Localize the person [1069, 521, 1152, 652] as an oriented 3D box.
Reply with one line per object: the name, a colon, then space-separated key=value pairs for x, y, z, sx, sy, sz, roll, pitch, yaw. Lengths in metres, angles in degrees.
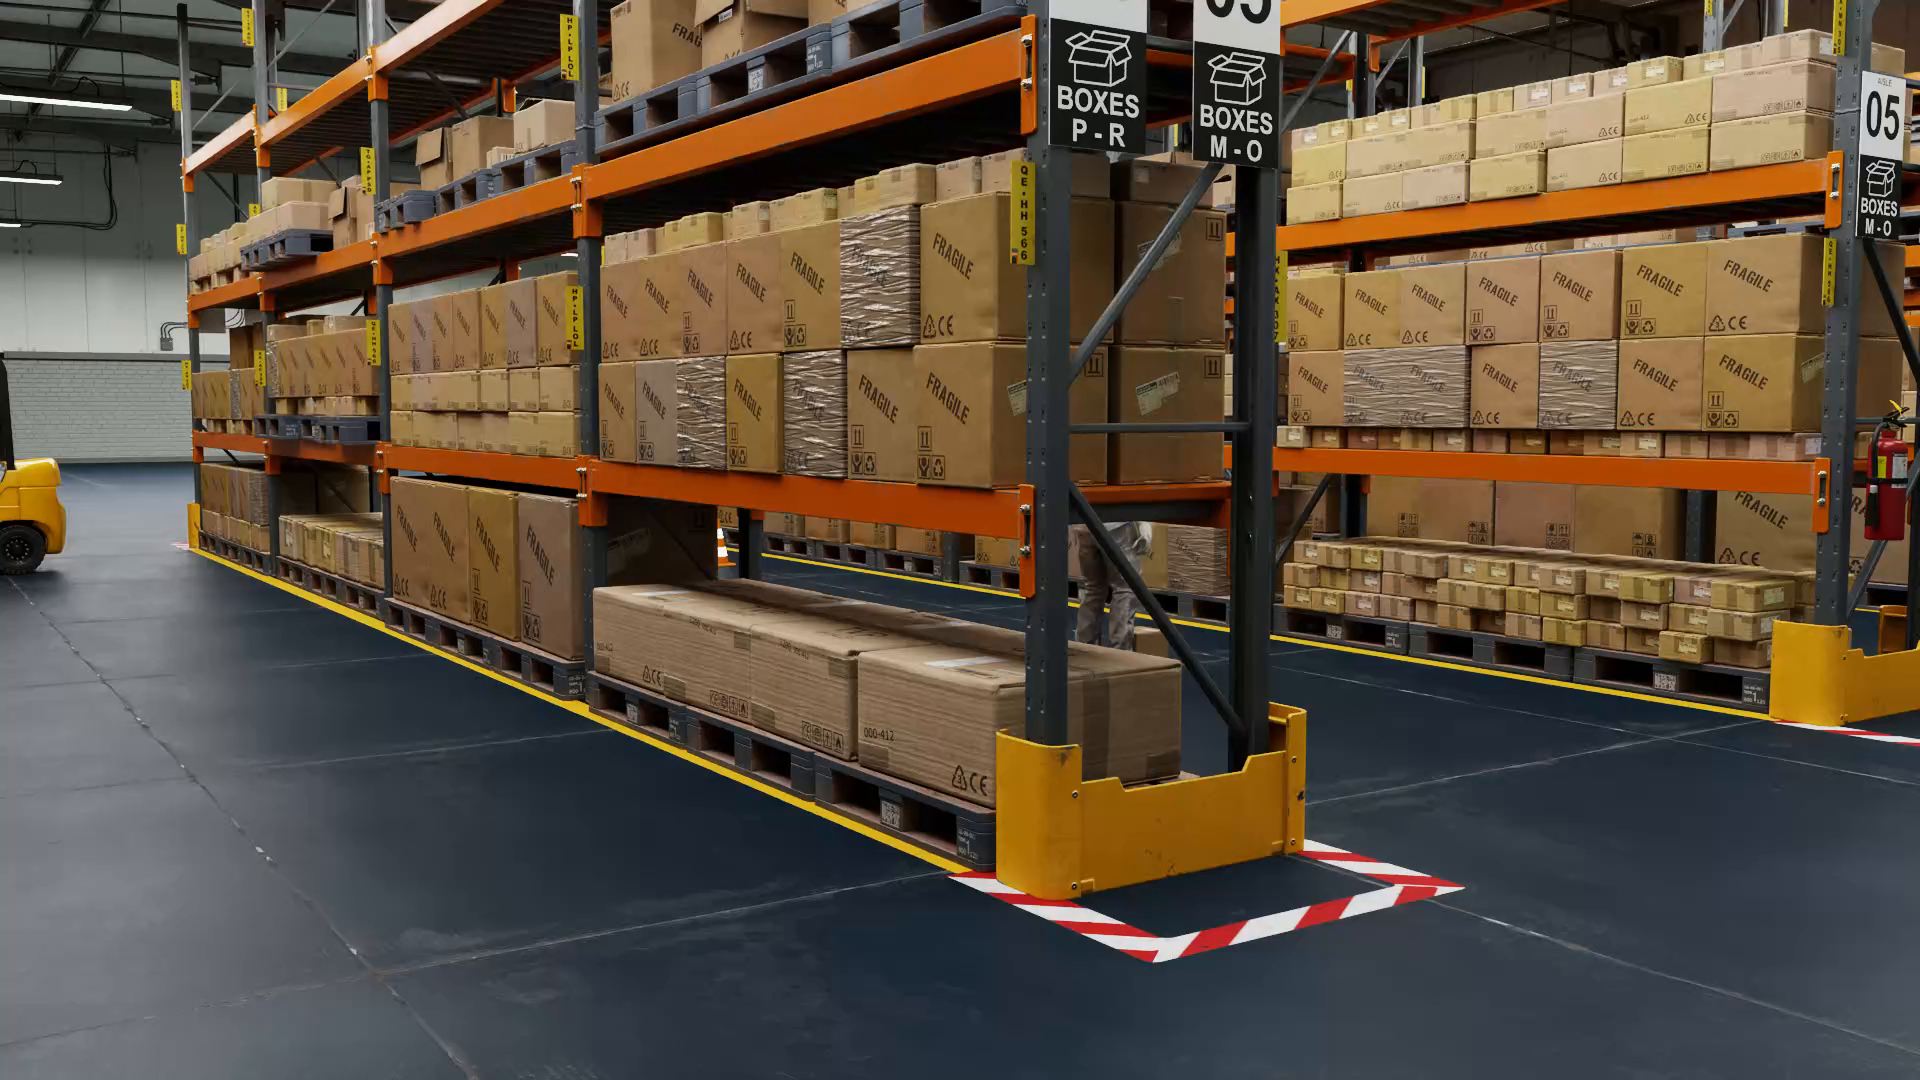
person: x=0.875 y=-0.085 z=9.760 sx=0.449 sy=1.773 sz=0.620 roll=-3 pitch=6 yaw=-37
